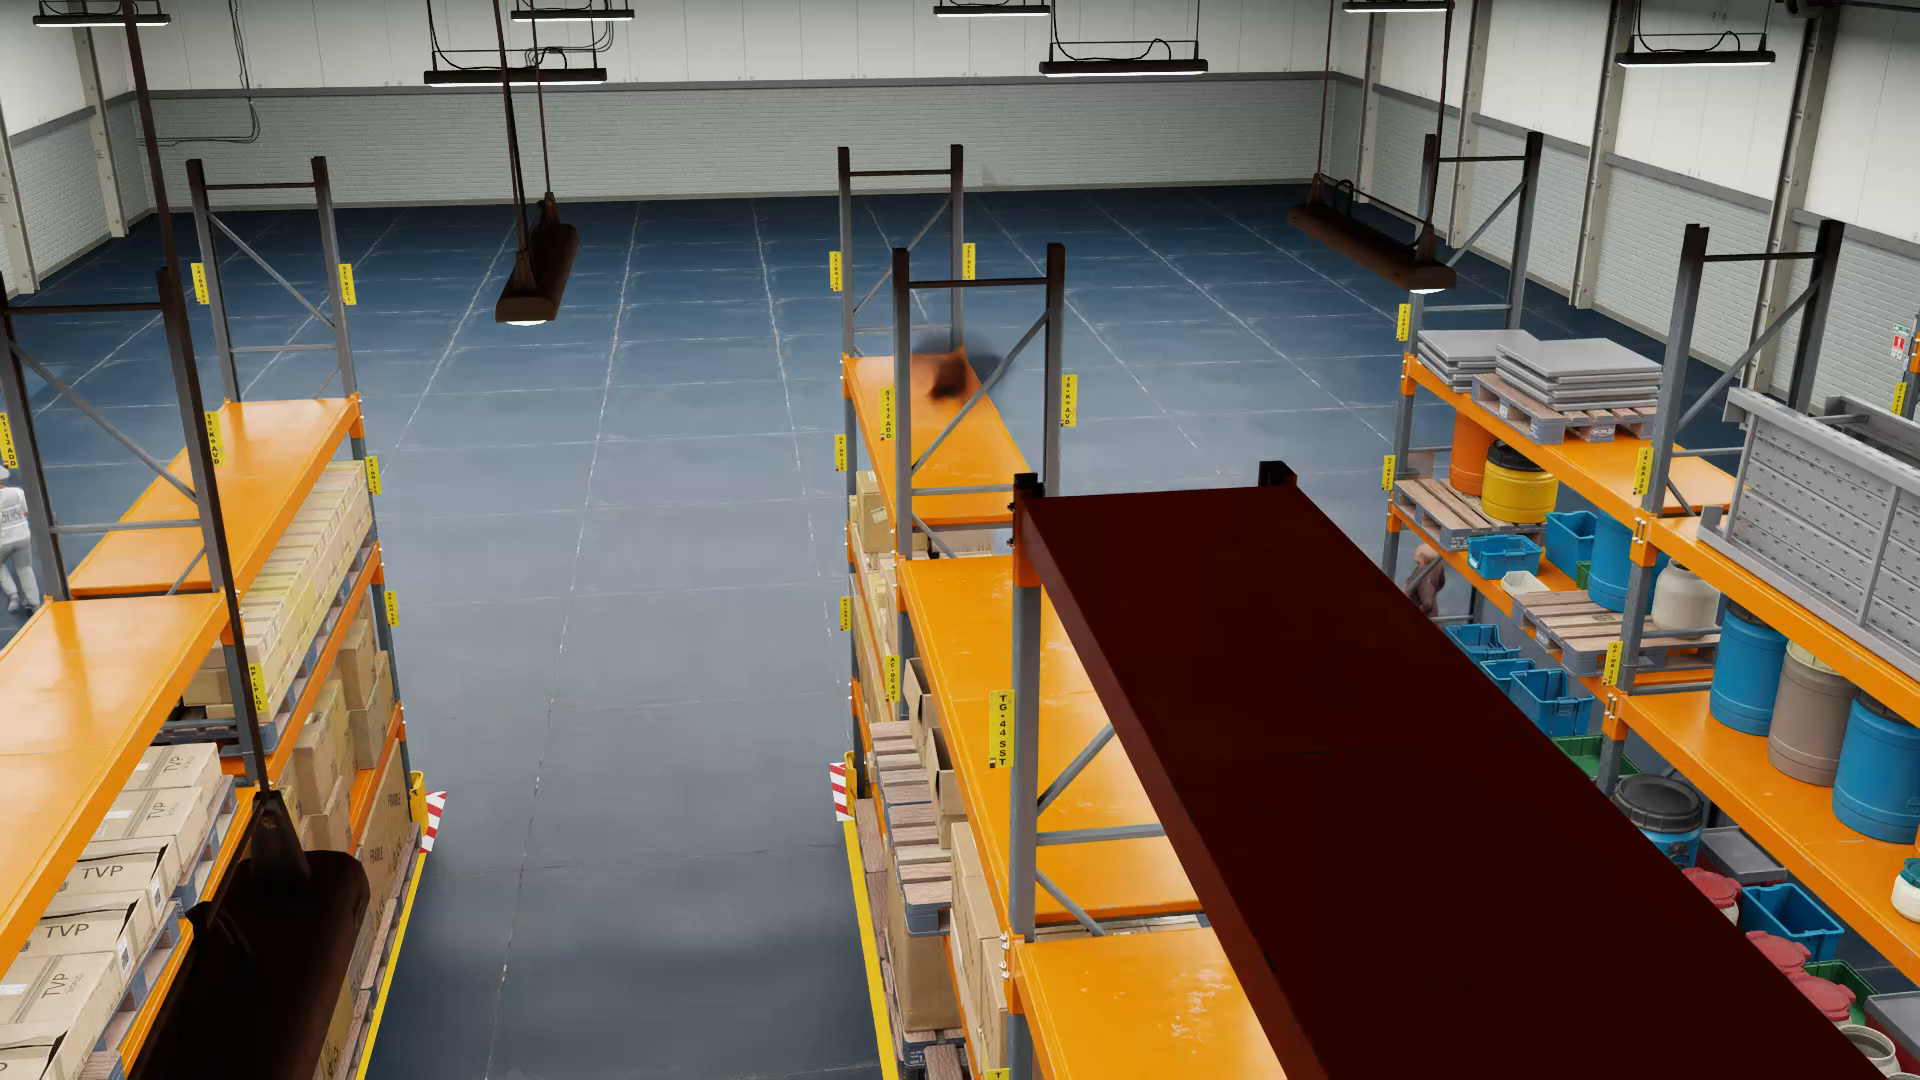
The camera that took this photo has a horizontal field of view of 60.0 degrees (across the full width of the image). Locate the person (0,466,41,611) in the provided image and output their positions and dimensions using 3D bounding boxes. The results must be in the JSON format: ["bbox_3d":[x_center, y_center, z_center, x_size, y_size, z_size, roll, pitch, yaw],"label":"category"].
[{"bbox_3d":[-11.076,-0.018,19.324,0.706,1.786,0.630,19,28,39],"label":"person"}]

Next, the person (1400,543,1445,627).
[{"bbox_3d":[4.786,0.861,17.110,0.881,1.763,0.724,15,26,33],"label":"person"}]
